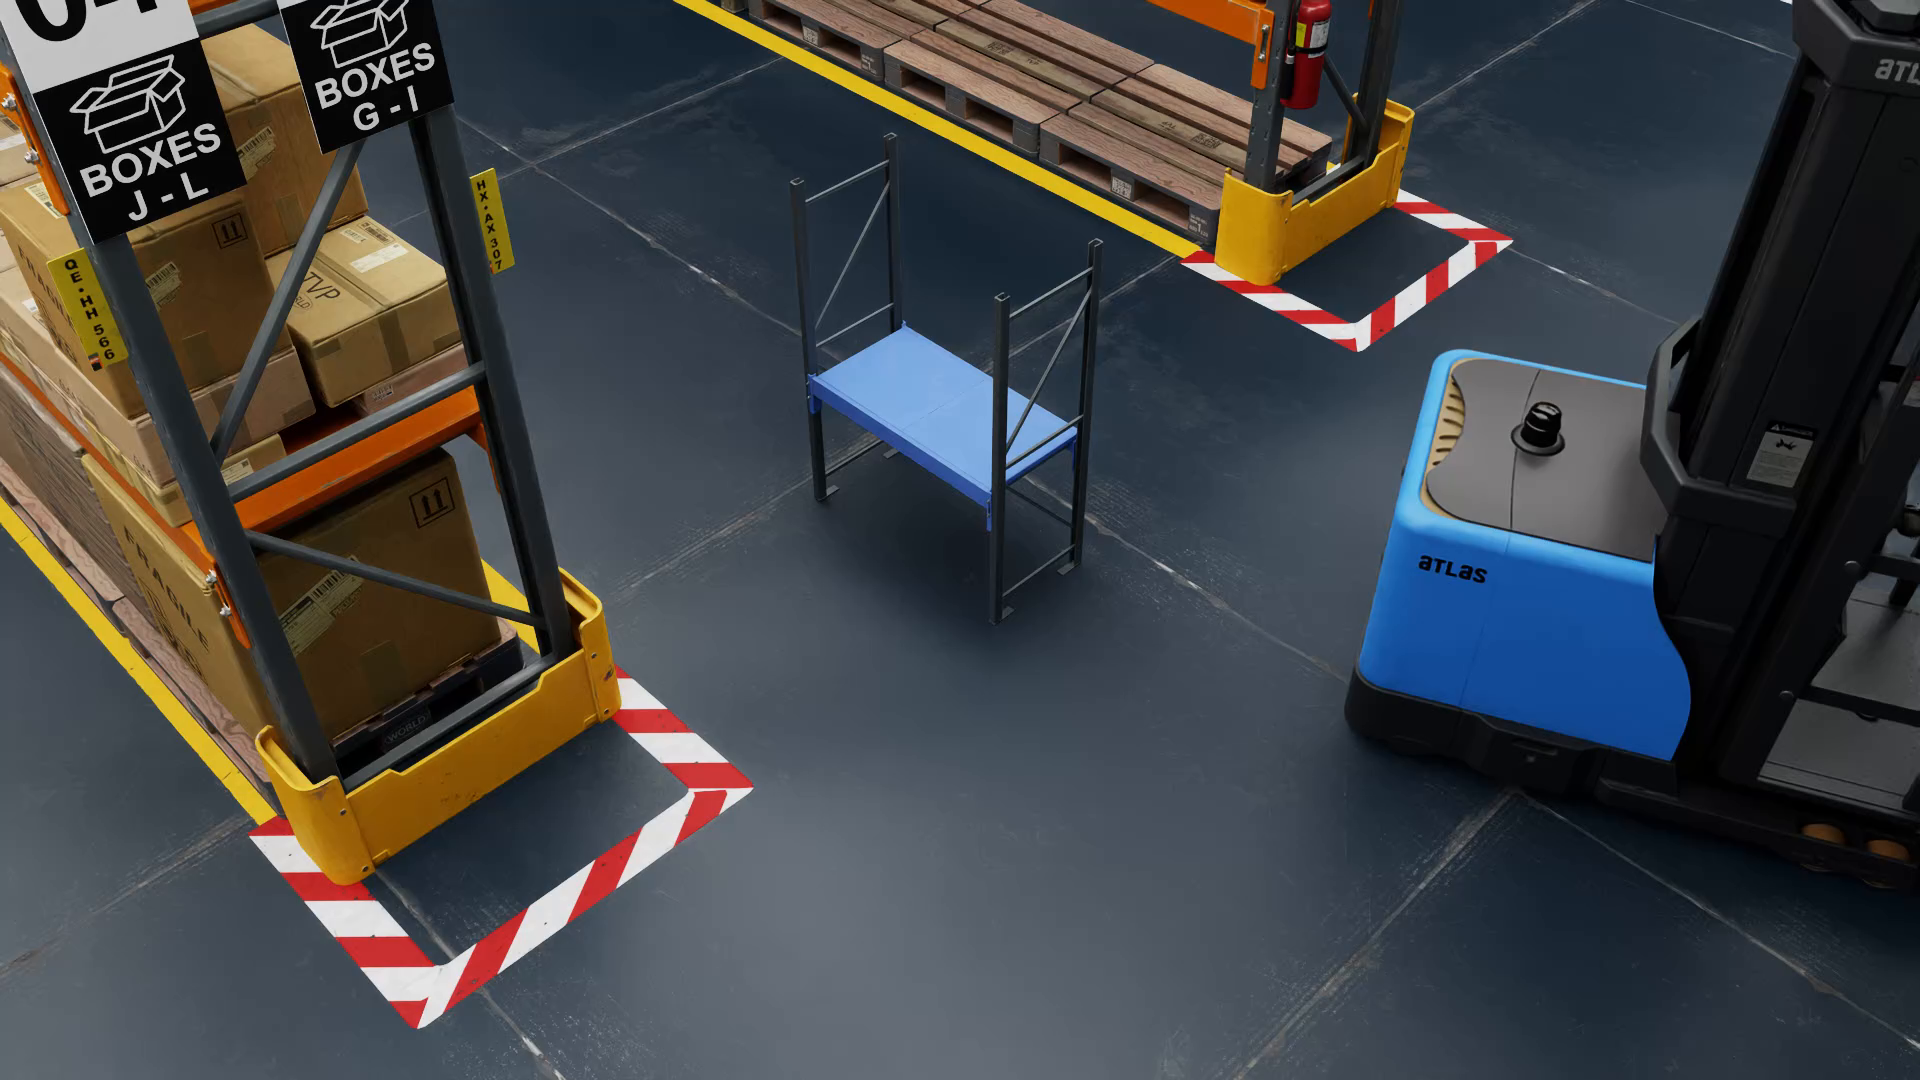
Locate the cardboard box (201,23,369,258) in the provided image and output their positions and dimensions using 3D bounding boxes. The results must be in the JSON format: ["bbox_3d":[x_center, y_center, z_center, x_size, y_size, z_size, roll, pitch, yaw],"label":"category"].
[{"bbox_3d":[-2.266,-1.241,5.221,0.500,0.500,0.500,33,52,30],"label":"cardboard box"}]

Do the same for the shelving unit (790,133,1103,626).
[{"bbox_3d":[-0.060,-0.592,6.285,0.538,1.500,1.048,-34,53,-31],"label":"shelving unit"}]

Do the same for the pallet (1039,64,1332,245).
[{"bbox_3d":[1.187,-2.075,8.841,1.003,0.211,1.213,-34,53,-31],"label":"pallet"}]

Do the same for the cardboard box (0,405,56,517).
[{"bbox_3d":[-3.545,-0.819,6.682,0.875,0.875,0.875,-34,53,-31],"label":"cardboard box"}]

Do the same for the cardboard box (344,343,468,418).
[{"bbox_3d":[-1.782,-0.547,5.317,0.380,0.149,0.250,-33,52,-31],"label":"cardboard box"}]

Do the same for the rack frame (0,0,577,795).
[{"bbox_3d":[-1.765,-0.311,4.876,1.000,3.000,0.127,-34,53,-31],"label":"rack frame"}]

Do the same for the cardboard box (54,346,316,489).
[{"bbox_3d":[-2.295,-0.471,4.941,0.500,0.250,0.500,33,52,31],"label":"cardboard box"}]

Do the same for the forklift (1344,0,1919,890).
[{"bbox_3d":[2.952,-0.335,4.953,3.031,2.935,1.130,14,45,15],"label":"forklift"}]

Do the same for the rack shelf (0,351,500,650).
[{"bbox_3d":[-3.177,-1.008,6.160,1.077,0.370,4.000,-34,53,-31],"label":"rack shelf"}]

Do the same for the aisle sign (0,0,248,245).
[{"bbox_3d":[-1.927,-1.087,3.801,0.394,0.787,0.004,-34,53,-31],"label":"aisle sign"}]

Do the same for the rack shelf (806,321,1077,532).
[{"bbox_3d":[-0.060,-0.460,6.407,0.538,0.185,1.000,-34,53,-31],"label":"rack shelf"}]

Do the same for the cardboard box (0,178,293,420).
[{"bbox_3d":[-2.295,-0.749,4.689,0.500,0.500,0.500,-33,52,-31],"label":"cardboard box"}]

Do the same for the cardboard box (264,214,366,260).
[{"bbox_3d":[-2.285,-0.972,5.483,0.500,0.250,0.500,34,52,31],"label":"cardboard box"}]

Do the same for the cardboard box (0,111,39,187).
[{"bbox_3d":[-3.383,-1.208,5.738,0.500,0.250,0.500,-34,52,-31],"label":"cardboard box"}]

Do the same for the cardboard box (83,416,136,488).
[{"bbox_3d":[-2.434,-0.356,5.110,0.380,0.149,0.250,-34,52,-31],"label":"cardboard box"}]

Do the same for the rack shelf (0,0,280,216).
[{"bbox_3d":[-3.177,-2.109,5.142,1.077,0.370,4.000,-34,53,-31],"label":"rack shelf"}]

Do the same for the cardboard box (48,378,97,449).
[{"bbox_3d":[-2.612,-0.478,5.242,0.380,0.149,0.250,-34,52,-31],"label":"cardboard box"}]

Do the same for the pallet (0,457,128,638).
[{"bbox_3d":[-3.242,-0.220,6.832,1.003,0.211,1.213,-34,53,-31],"label":"pallet"}]

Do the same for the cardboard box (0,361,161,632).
[{"bbox_3d":[-2.916,-0.391,6.219,0.875,0.875,0.875,-34,53,-31],"label":"cardboard box"}]

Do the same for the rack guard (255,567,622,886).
[{"bbox_3d":[-1.748,0.619,5.712,1.175,0.500,0.348,-34,53,-31],"label":"rack guard"}]

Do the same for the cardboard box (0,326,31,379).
[{"bbox_3d":[-2.972,-0.722,5.506,0.250,0.149,0.380,33,52,31],"label":"cardboard box"}]

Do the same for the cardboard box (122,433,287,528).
[{"bbox_3d":[-2.250,-0.232,4.976,0.380,0.149,0.250,-33,52,-31],"label":"cardboard box"}]

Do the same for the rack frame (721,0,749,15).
[{"bbox_3d":[-1.083,-4.607,9.525,1.000,3.000,0.127,-34,53,-31],"label":"rack frame"}]

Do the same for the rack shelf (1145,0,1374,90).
[{"bbox_3d":[0.329,-3.382,8.729,1.077,0.370,4.000,-34,53,-31],"label":"rack shelf"}]

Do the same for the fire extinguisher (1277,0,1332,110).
[{"bbox_3d":[1.526,-2.229,7.284,0.296,0.674,0.183,-34,53,-31],"label":"fire extinguisher"}]

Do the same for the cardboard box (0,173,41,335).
[{"bbox_3d":[-3.013,-0.959,5.469,0.500,0.250,0.500,32,52,30],"label":"cardboard box"}]

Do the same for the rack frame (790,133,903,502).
[{"bbox_3d":[-0.419,-0.836,6.550,0.500,1.500,0.032,-34,53,-31],"label":"rack frame"}]

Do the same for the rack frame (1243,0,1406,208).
[{"bbox_3d":[1.742,-2.685,7.445,1.000,3.000,0.127,-34,53,-31],"label":"rack frame"}]

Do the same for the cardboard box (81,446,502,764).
[{"bbox_3d":[-2.274,0.046,5.746,0.875,0.875,0.875,-34,53,-31],"label":"cardboard box"}]

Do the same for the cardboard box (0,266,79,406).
[{"bbox_3d":[-2.653,-0.715,5.205,0.500,0.250,0.500,33,52,31],"label":"cardboard box"}]

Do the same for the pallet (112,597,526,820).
[{"bbox_3d":[-2.385,0.367,6.198,1.003,0.211,1.213,-34,53,-31],"label":"pallet"}]

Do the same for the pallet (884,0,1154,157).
[{"bbox_3d":[0.329,-2.662,9.475,1.003,0.211,1.213,-34,53,-31],"label":"pallet"}]

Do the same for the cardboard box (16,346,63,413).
[{"bbox_3d":[-2.787,-0.598,5.372,0.380,0.149,0.250,-33,52,-31],"label":"cardboard box"}]

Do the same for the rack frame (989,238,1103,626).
[{"bbox_3d":[0.299,-0.348,6.021,0.500,1.500,0.032,-34,53,-31],"label":"rack frame"}]

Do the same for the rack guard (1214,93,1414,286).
[{"bbox_3d":[1.768,-1.761,8.288,1.175,0.500,0.348,-34,53,-31],"label":"rack guard"}]

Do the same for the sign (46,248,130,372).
[{"bbox_3d":[-2.159,-0.570,4.129,0.100,0.325,0.005,-34,53,-31],"label":"sign"}]

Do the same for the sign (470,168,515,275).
[{"bbox_3d":[-1.368,-0.921,4.840,0.100,0.325,0.005,-34,53,-31],"label":"sign"}]

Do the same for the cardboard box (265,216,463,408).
[{"bbox_3d":[-1.913,-0.725,5.216,0.500,0.250,0.500,33,52,30],"label":"cardboard box"}]

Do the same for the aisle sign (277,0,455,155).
[{"bbox_3d":[-1.502,-1.375,4.112,0.394,0.787,0.004,-34,53,-31],"label":"aisle sign"}]

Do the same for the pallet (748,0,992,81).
[{"bbox_3d":[-0.536,-3.248,10.109,1.003,0.211,1.213,-34,53,-31],"label":"pallet"}]
